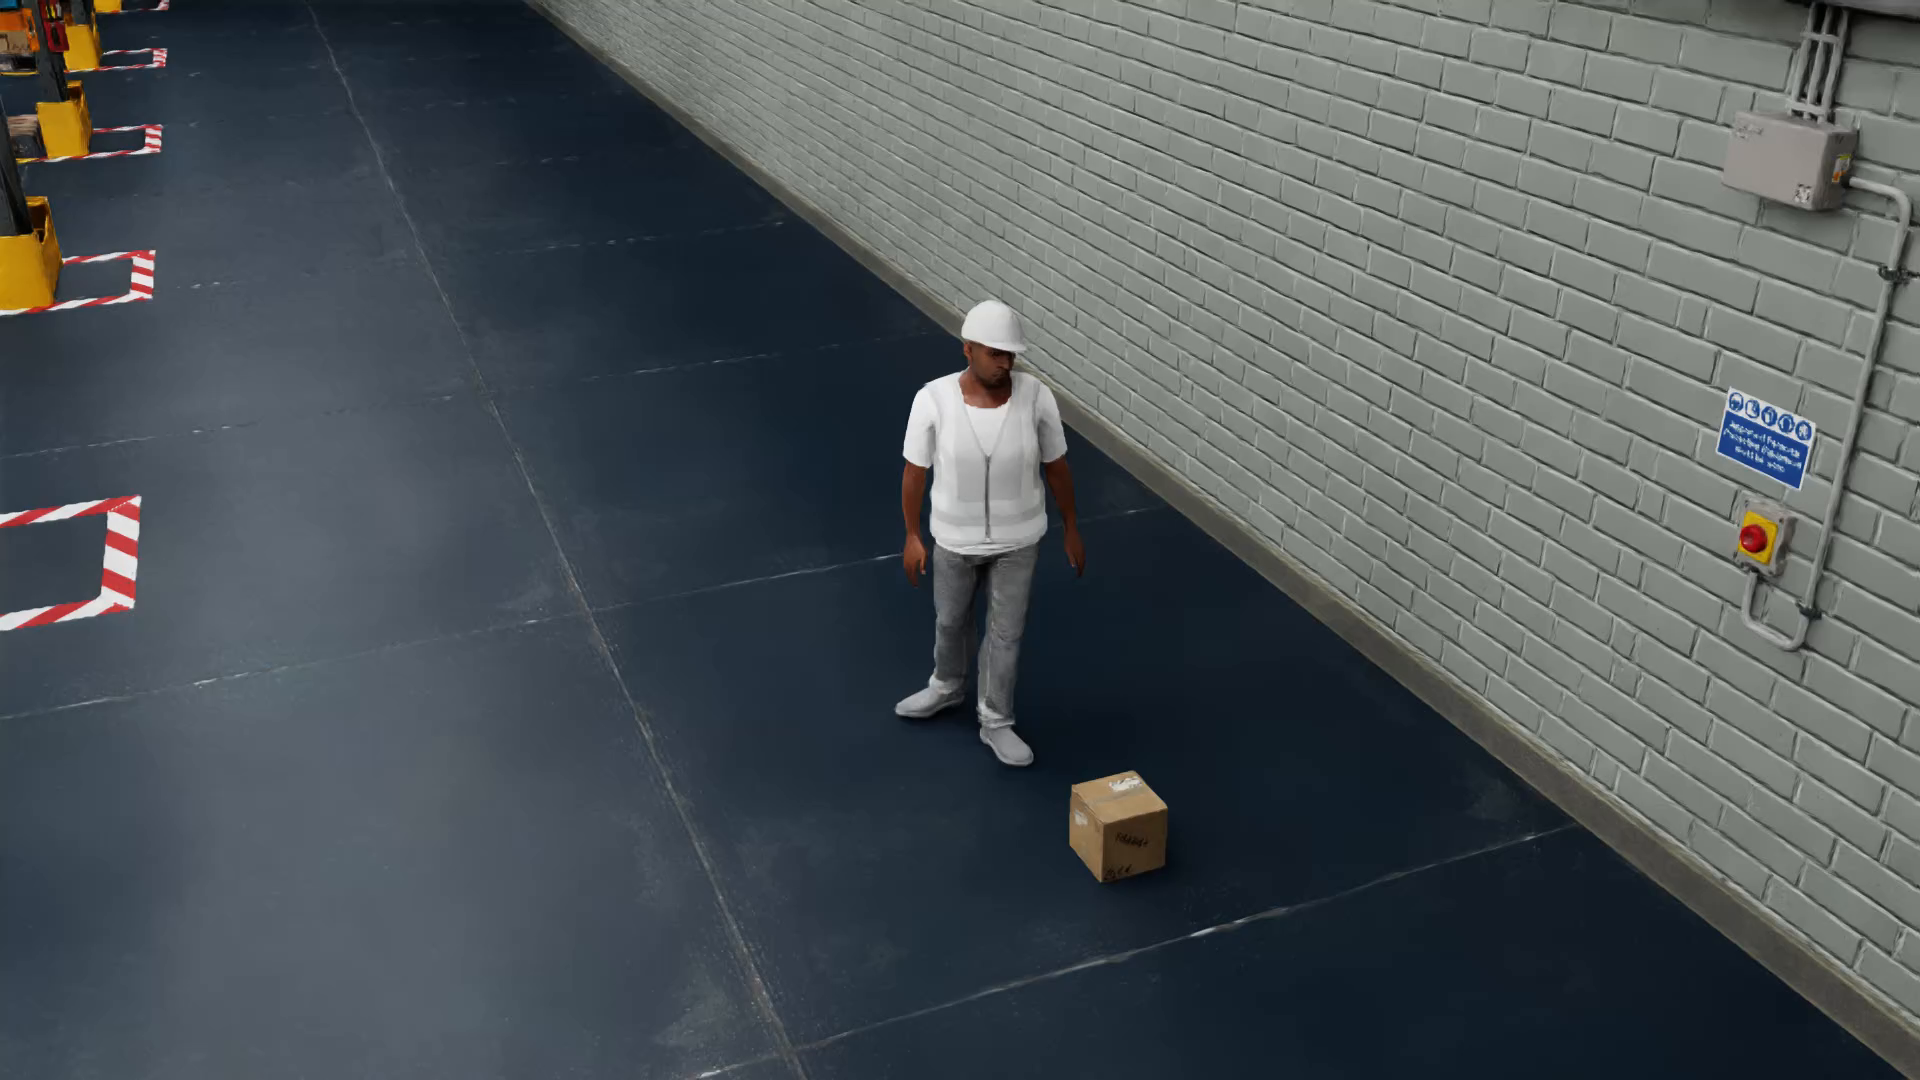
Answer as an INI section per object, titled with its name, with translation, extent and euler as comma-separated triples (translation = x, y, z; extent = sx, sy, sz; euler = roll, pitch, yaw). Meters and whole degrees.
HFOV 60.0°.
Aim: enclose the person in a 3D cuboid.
[person]
translation = 0.065, -0.034, 6.152
extent = 0.651, 1.763, 0.524
euler = 0, 26, 0
